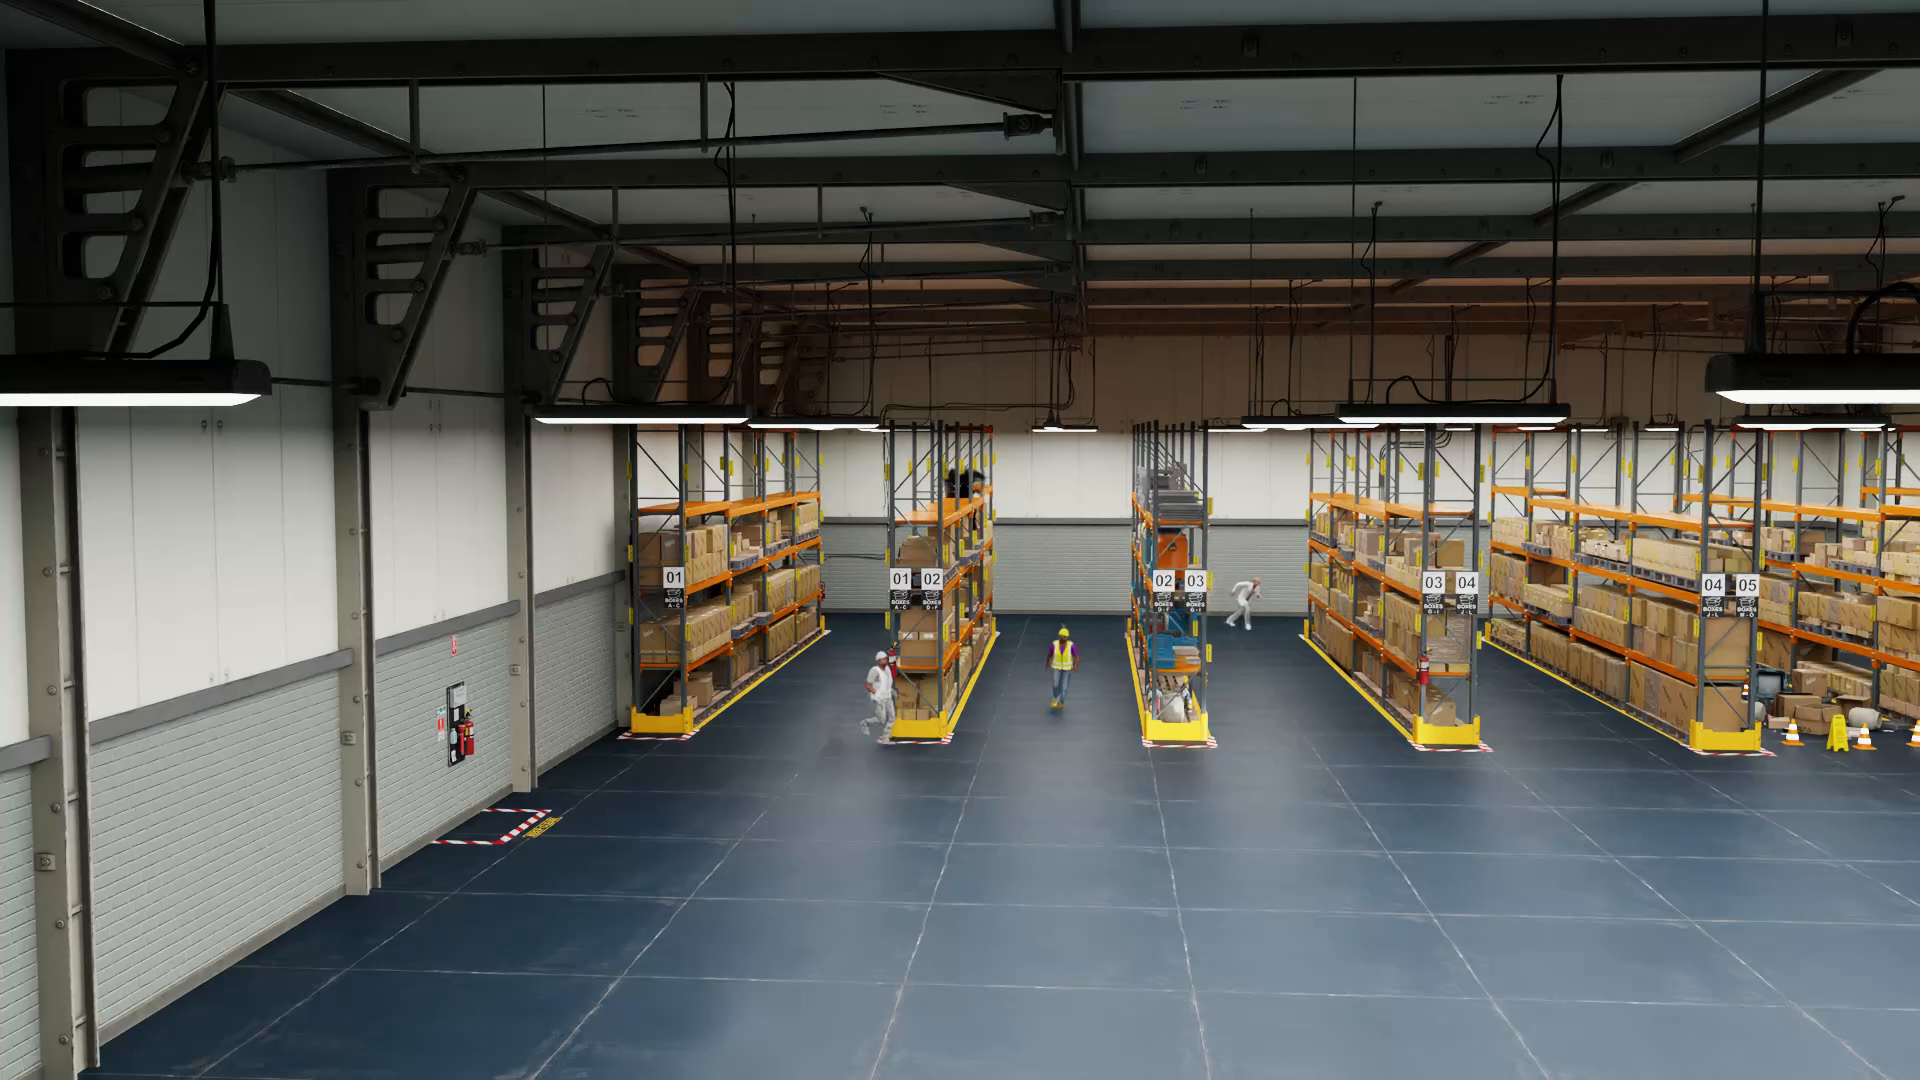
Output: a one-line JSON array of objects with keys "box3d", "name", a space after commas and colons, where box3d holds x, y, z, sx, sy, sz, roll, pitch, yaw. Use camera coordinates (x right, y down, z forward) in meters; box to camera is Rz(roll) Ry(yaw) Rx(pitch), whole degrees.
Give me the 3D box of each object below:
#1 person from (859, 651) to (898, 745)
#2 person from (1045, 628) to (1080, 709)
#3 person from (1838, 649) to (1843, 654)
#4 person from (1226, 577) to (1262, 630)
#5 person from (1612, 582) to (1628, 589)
[{"box3d": [-1.496, 2.920, 30.702, 0.753, 1.742, 0.691, 2, 4, 33], "name": "person"}, {"box3d": [2.125, 2.672, 34.430, 0.696, 1.703, 0.802, 0, 4, 2], "name": "person"}, {"box3d": [22.454, 2.175, 42.911, 0.575, 1.644, 0.903, -1, 4, -15], "name": "person"}, {"box3d": [8.423, 1.859, 49.261, 0.702, 1.562, 1.235, -3, 5, -40], "name": "person"}, {"box3d": [19.501, 1.741, 49.195, 0.864, 1.790, 0.614, -2, 4, -26], "name": "person"}]
